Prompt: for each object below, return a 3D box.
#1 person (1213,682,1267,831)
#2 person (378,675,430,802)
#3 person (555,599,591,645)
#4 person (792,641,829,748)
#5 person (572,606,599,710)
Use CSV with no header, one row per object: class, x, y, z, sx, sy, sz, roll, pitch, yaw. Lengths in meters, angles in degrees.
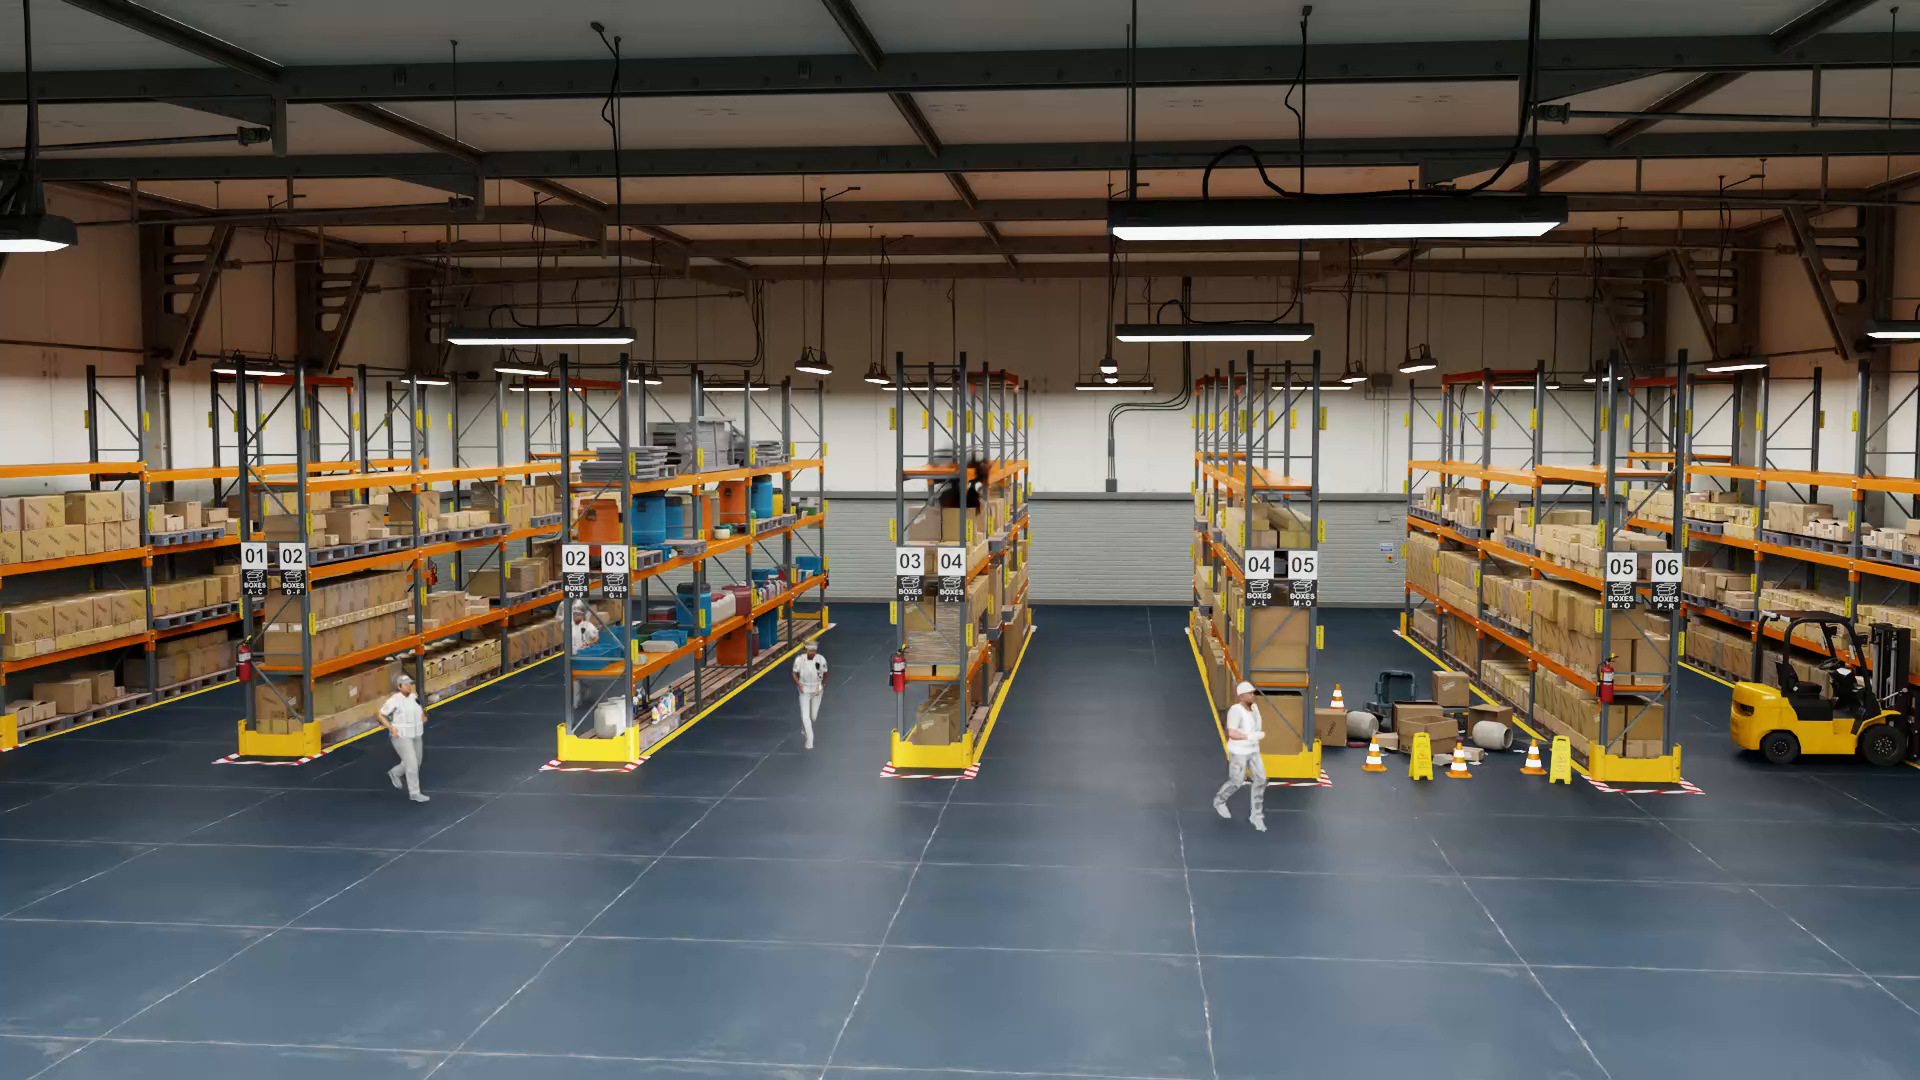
person,3.473,2.672,20.588,0.702,1.865,0.848,-4,6,-42
person,-7.359,2.610,22.065,0.870,1.639,0.619,2,5,30
person,-7.601,1.796,32.622,0.676,1.802,0.854,0,4,-3
person,-2.239,2.260,24.820,0.546,1.613,0.812,-1,4,-9
person,-6.667,2.051,29.298,0.654,1.784,0.809,1,4,10
